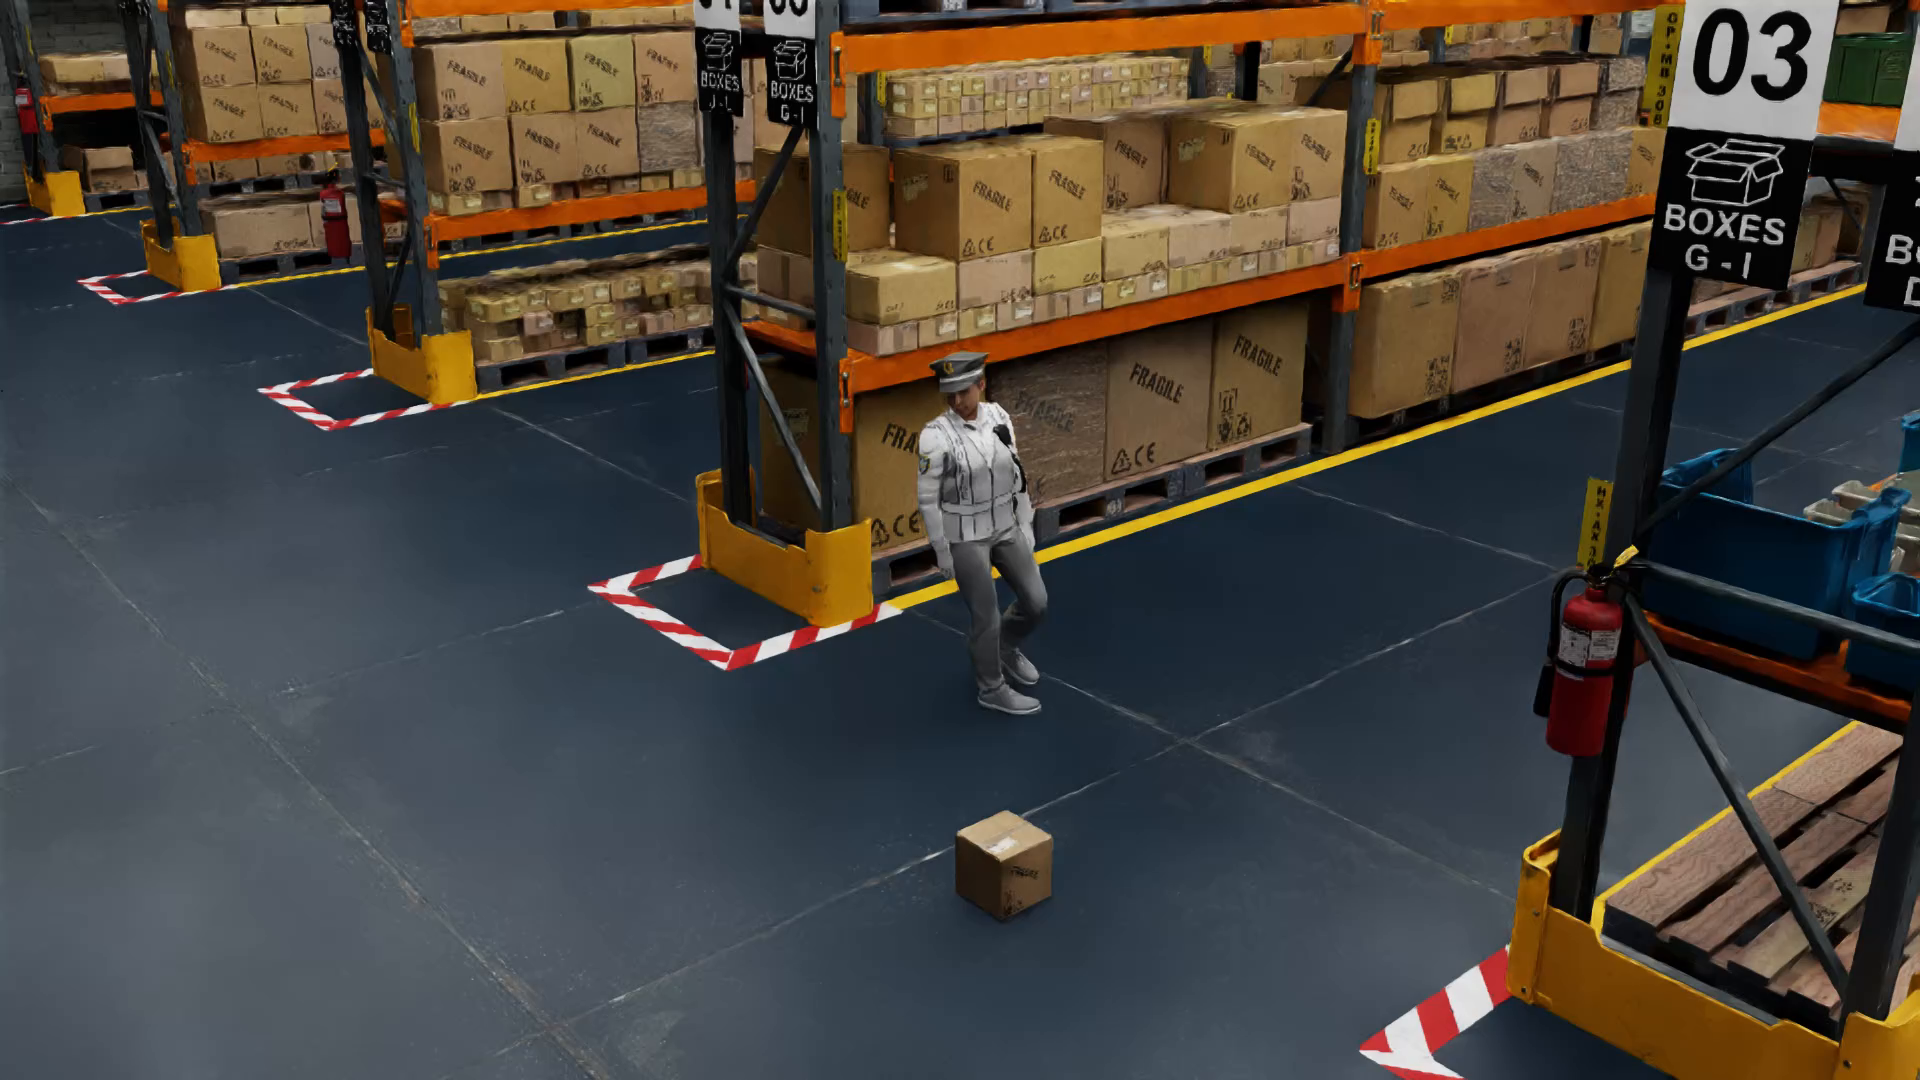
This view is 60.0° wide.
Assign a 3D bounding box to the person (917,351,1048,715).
[{"bbox_3d":[0.134,-0.011,7.131,0.626,1.658,0.407,-17,27,-37],"label":"person"}]
